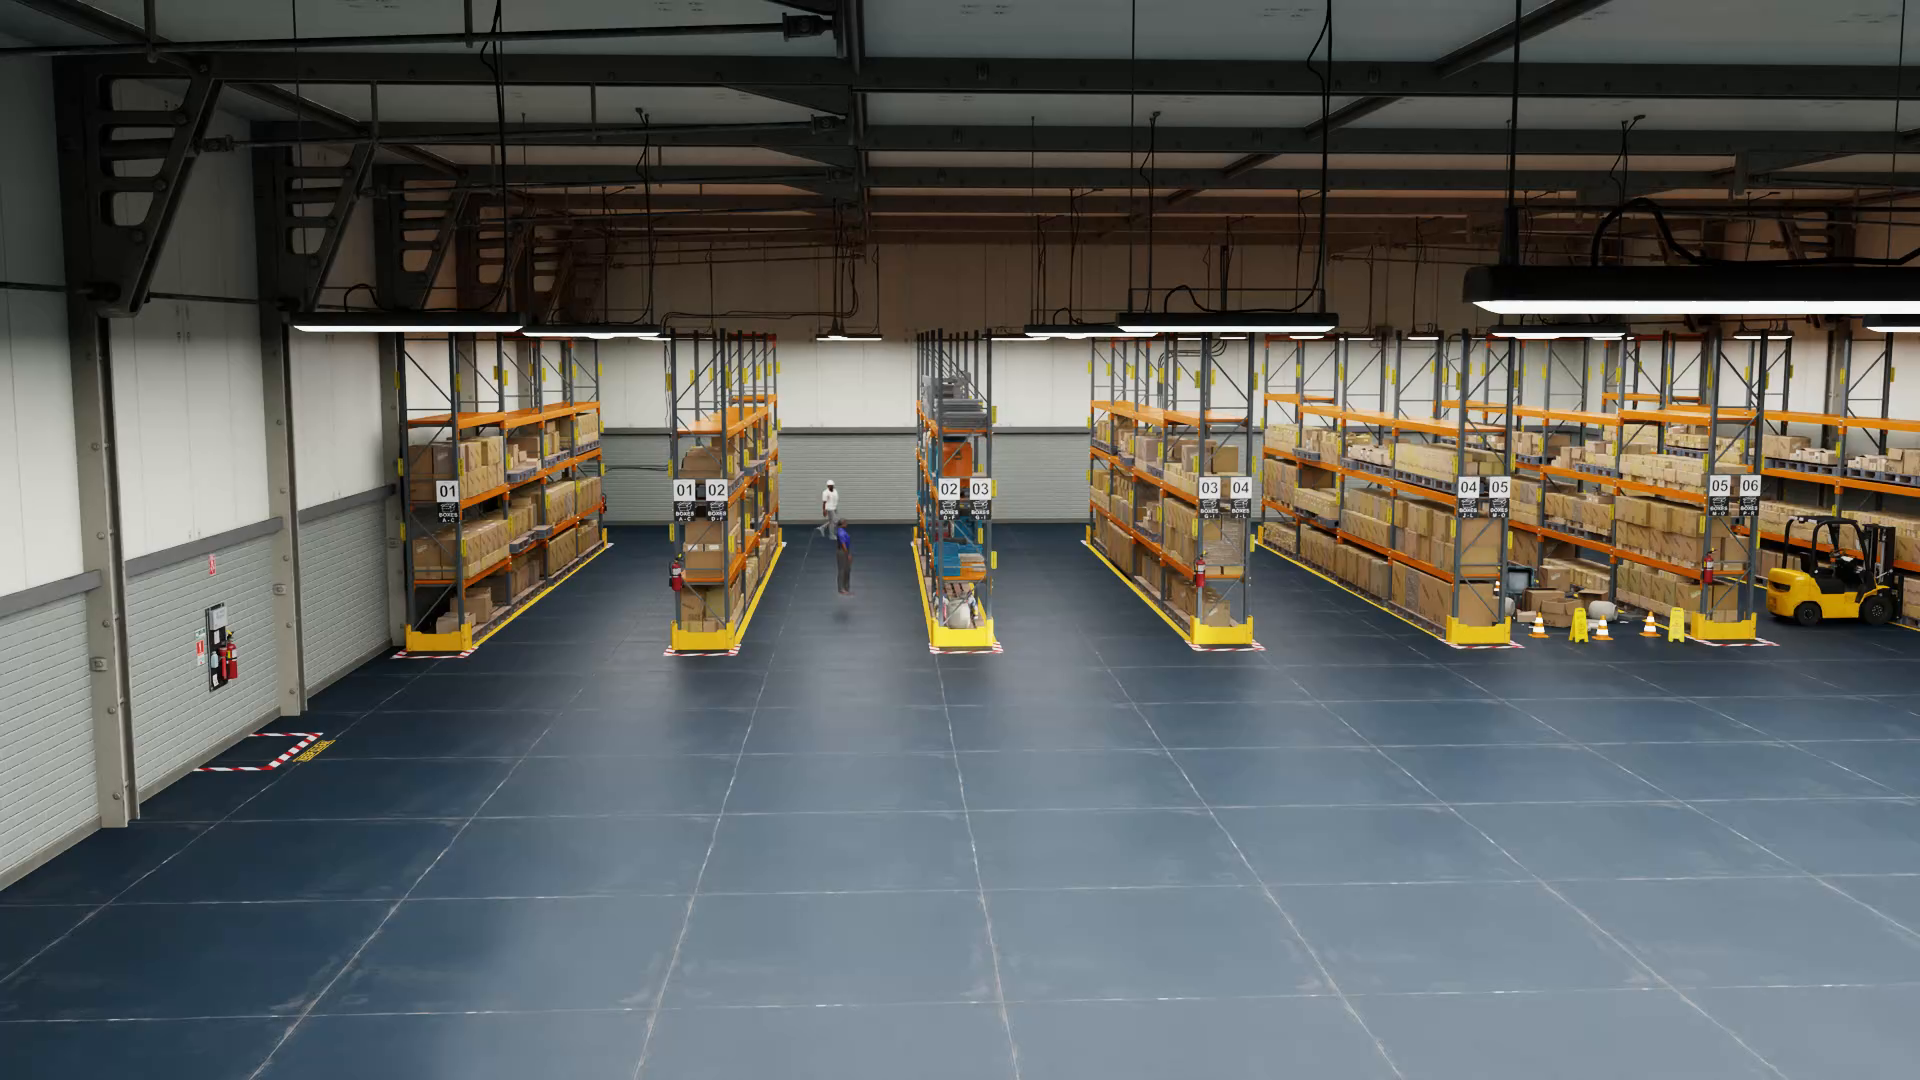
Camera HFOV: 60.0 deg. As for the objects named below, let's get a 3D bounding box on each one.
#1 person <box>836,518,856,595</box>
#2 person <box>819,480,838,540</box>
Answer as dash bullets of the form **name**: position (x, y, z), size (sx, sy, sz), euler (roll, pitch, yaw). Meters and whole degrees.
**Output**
- **person**: position (-2.490, 0.357, 36.167), size (0.460, 1.693, 0.508), euler (2, 7, 17)
- **person**: position (-3.821, -0.885, 48.573), size (0.645, 1.758, 0.524), euler (0, 7, 3)
